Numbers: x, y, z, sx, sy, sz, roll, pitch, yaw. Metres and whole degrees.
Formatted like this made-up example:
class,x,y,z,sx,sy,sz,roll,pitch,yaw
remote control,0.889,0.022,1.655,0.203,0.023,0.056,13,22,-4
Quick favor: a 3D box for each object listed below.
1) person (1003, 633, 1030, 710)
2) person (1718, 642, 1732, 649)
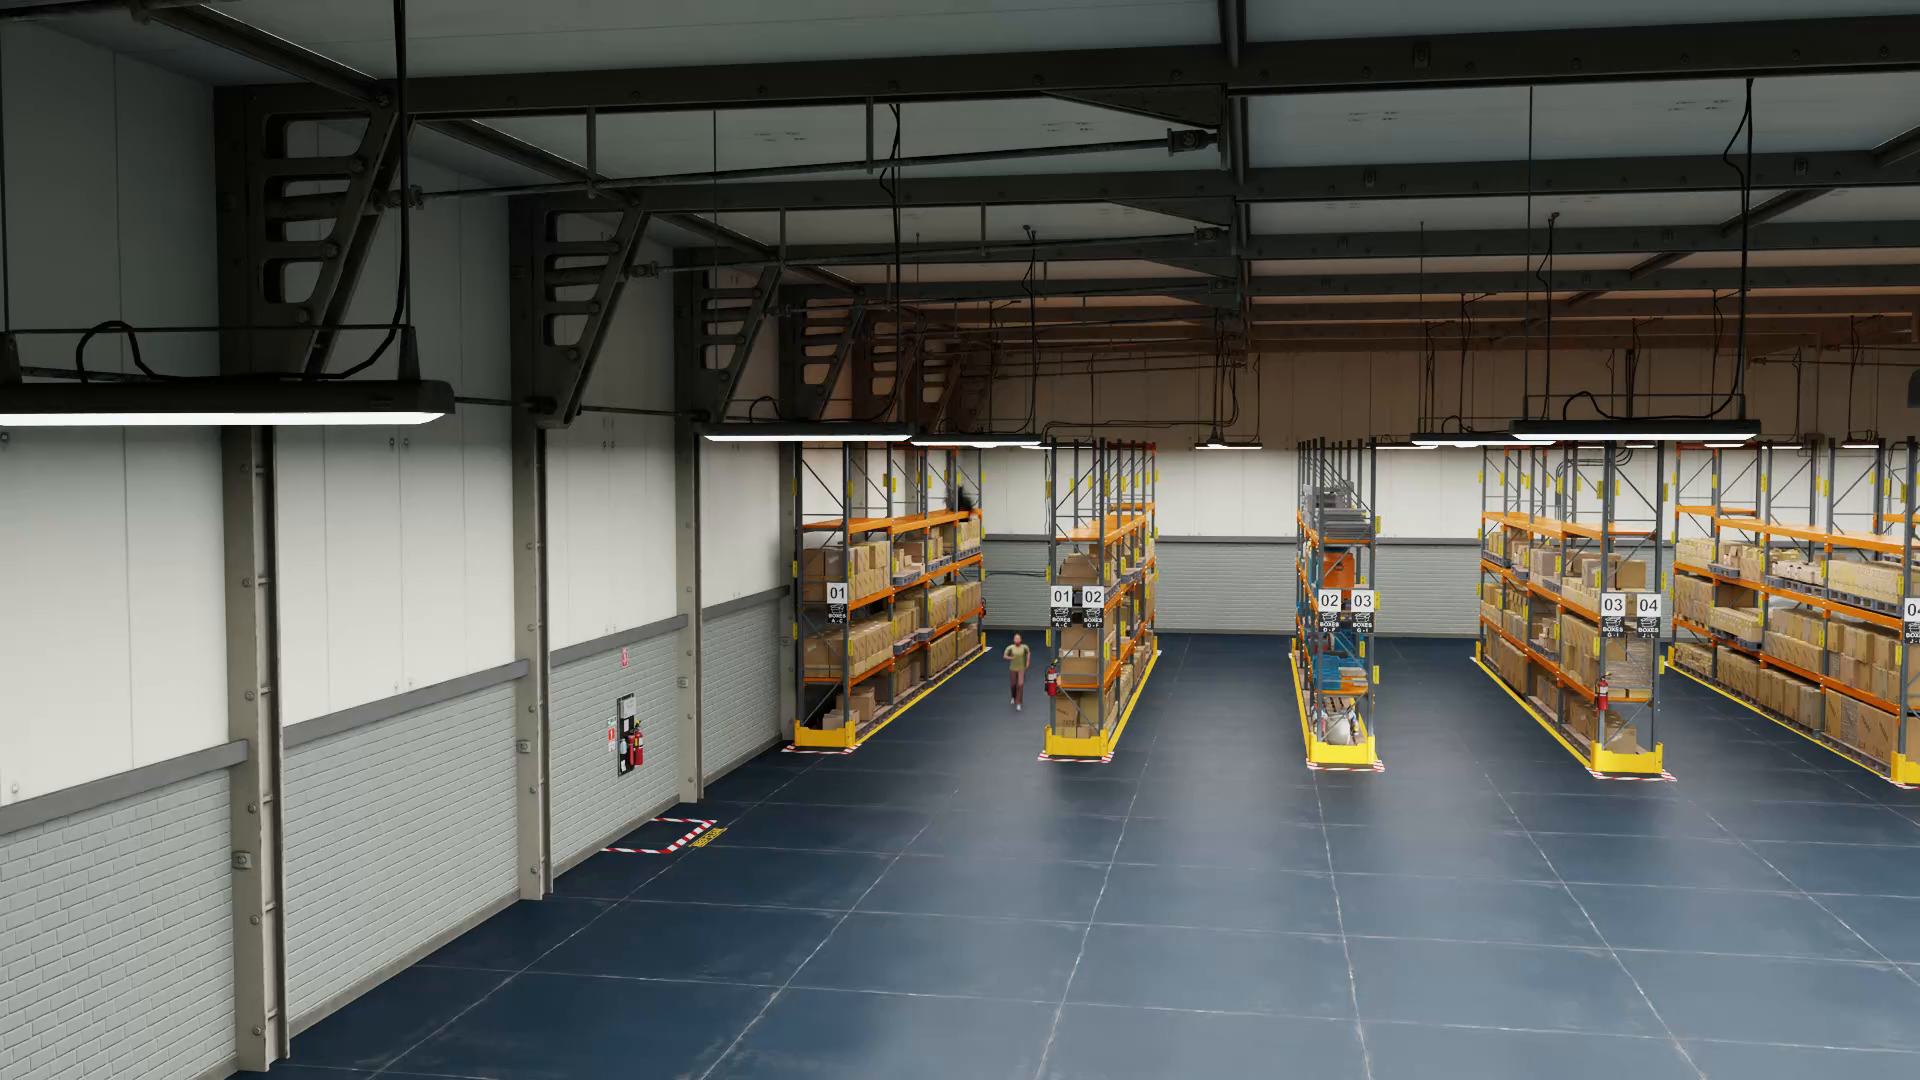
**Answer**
class,x,y,z,sx,sy,sz,roll,pitch,yaw
person,1.267,2.905,37.045,0.607,1.649,0.936,0,3,-3
person,20.717,2.441,45.228,0.729,1.752,0.915,-1,3,-25
